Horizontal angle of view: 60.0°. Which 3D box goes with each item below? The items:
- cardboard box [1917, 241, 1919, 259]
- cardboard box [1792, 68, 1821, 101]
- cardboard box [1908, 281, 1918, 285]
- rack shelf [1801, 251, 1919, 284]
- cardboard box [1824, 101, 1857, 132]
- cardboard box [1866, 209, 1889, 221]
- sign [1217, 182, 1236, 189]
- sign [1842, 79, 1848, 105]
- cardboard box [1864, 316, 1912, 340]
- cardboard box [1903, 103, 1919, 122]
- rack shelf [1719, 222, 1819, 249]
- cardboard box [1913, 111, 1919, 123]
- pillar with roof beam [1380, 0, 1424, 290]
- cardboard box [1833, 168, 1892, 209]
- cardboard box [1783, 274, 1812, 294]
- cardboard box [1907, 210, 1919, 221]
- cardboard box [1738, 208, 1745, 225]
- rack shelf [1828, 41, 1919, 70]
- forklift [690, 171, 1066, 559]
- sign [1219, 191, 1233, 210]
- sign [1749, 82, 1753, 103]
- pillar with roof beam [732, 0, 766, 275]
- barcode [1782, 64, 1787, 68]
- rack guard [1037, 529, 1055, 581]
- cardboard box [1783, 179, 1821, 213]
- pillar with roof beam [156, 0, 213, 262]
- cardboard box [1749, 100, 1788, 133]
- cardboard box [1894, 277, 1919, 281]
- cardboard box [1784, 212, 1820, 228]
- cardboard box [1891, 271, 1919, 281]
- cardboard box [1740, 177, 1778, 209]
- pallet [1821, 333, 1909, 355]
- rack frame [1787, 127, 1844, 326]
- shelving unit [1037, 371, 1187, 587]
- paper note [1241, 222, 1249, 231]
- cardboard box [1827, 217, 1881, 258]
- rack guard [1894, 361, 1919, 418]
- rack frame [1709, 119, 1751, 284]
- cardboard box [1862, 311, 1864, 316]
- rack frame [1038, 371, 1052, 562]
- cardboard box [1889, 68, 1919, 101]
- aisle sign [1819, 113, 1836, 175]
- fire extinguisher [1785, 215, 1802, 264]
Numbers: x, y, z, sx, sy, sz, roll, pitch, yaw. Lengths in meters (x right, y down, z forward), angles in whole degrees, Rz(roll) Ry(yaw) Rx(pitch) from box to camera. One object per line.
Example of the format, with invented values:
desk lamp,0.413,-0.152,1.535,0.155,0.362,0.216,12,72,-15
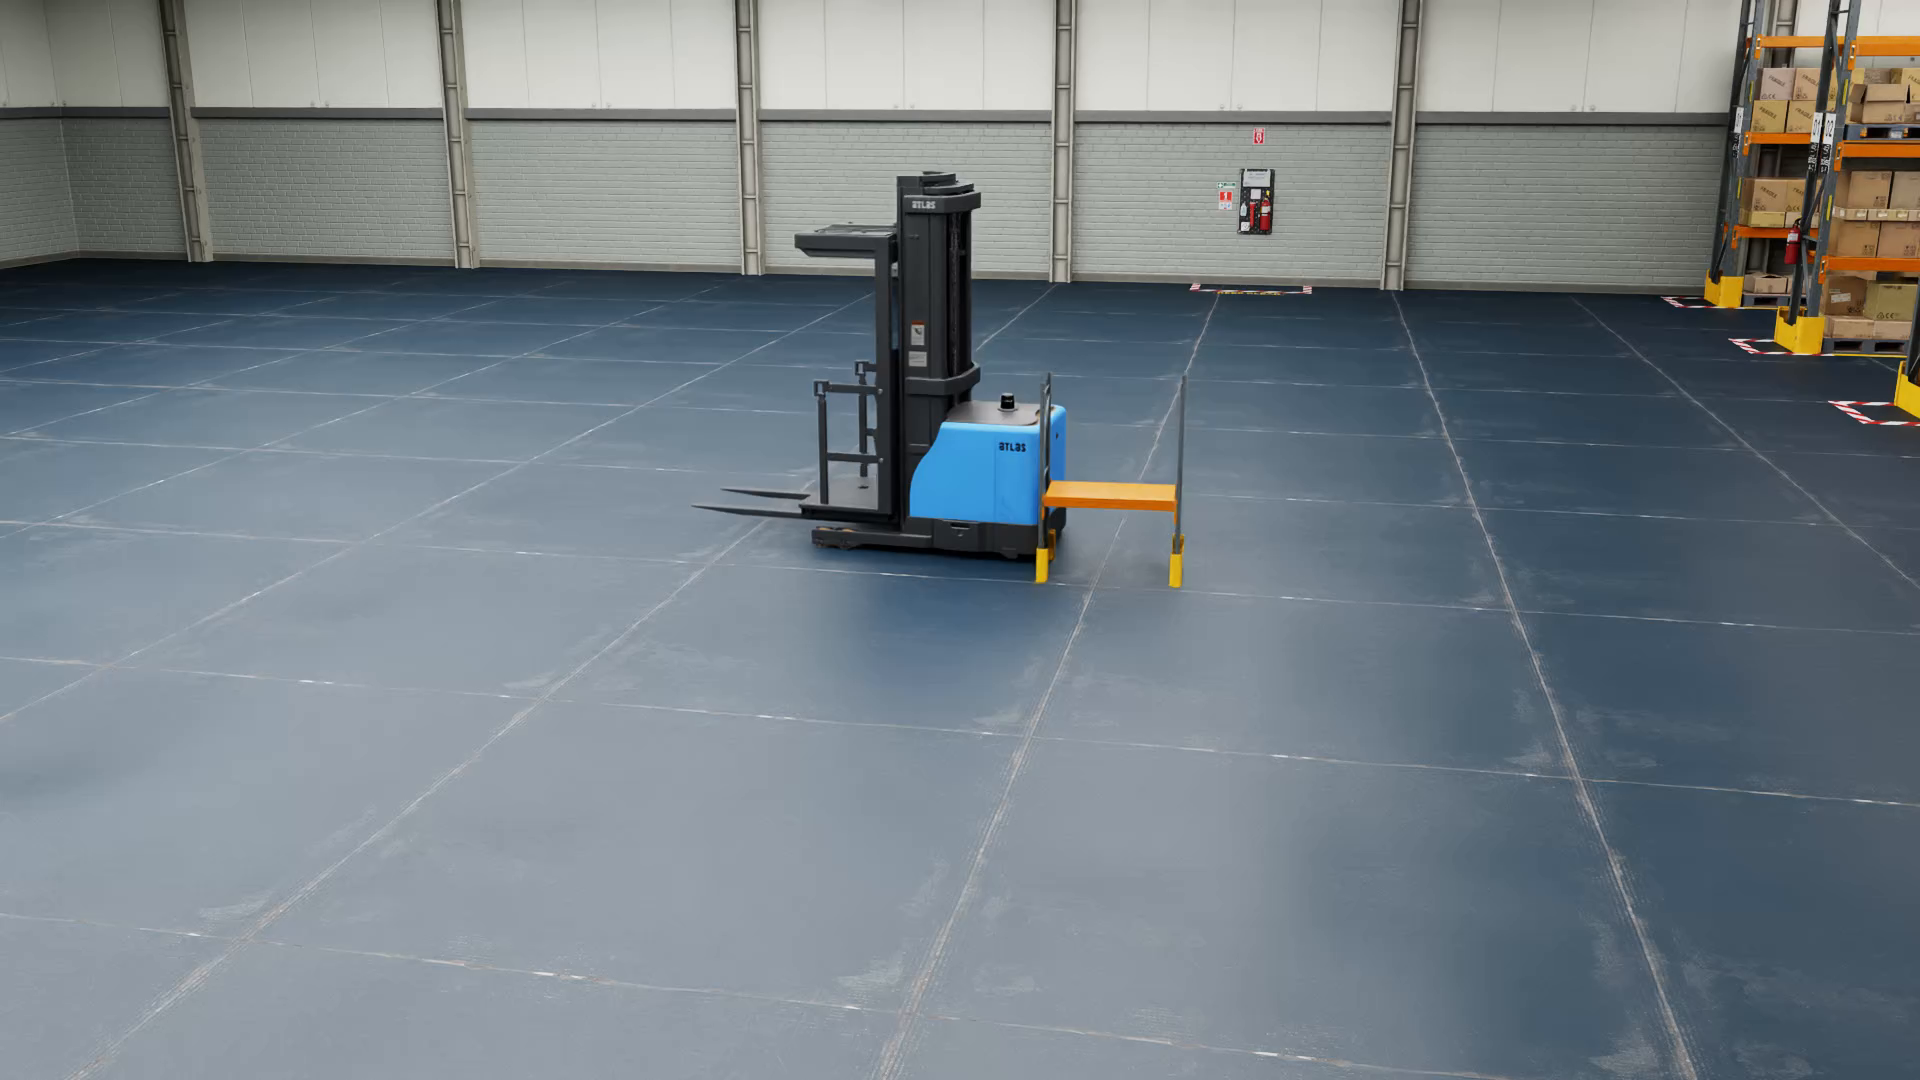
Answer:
cardboard box,13.258,-4.121,22.694,0.500,0.500,0.700,3,16,11
cardboard box,13.596,-7.313,26.687,0.500,0.500,0.500,3,16,10
cardboard box,13.266,-3.259,22.725,0.500,0.500,0.500,3,16,11
rack shelf,13.762,-3.703,22.718,4.000,0.370,1.077,3,16,11
cardboard box,14.092,-6.808,26.735,0.500,0.500,0.500,4,16,14
cardboard box,12.403,-4.426,22.579,0.250,0.149,0.380,3,16,10
sign,4.831,-6.428,30.149,0.331,0.109,0.001,3,16,11
sign,11.685,-5.916,21.955,0.005,0.325,0.100,3,16,11
cardboard box,12.774,-2.921,22.911,0.500,0.250,0.500,3,16,11
cardboard box,12.983,-5.807,22.578,0.500,0.250,0.500,3,16,11
rack shelf,14.745,-4.999,27.397,4.000,0.370,1.077,3,16,11
cardboard box,12.920,-5.642,22.172,0.250,0.149,0.380,3,16,11
pillar with roof beam,6.906,-7.725,24.653,0.400,9.000,9.100,3,16,11
cardboard box,12.309,-4.798,22.707,0.500,0.500,0.700,3,16,11
cardboard box,14.004,-4.278,27.657,0.500,0.311,0.500,4,16,16
cardboard box,12.894,-4.399,22.479,0.250,0.149,0.380,3,16,10
cardboard box,13.282,-5.415,27.795,0.500,0.250,0.500,3,16,12
rack shelf,13.762,-6.401,21.970,4.000,0.370,1.077,3,16,11
forklift,-0.698,-1.464,13.415,3.031,2.935,1.130,4,16,15
sign,4.829,-6.175,30.229,0.234,0.329,0.001,3,16,11
sign,12.677,-7.177,26.655,0.005,0.325,0.100,3,16,11
pillar with roof beam,-4.853,-8.364,26.957,0.400,9.000,9.100,3,16,11
barcode,13.581,-7.810,27.393,0.075,0.075,0.001,3,16,11
rack guard,0.660,0.112,12.747,0.087,0.250,0.587,2,16,9
cardboard box,13.676,-5.618,27.122,0.500,0.500,0.500,3,16,11
pillar with roof beam,-16.612,-9.002,29.262,0.400,9.000,9.100,3,16,11
cardboard box,13.063,-6.872,26.968,0.500,0.500,0.500,4,16,13
cardboard box,13.370,-3.395,23.216,0.500,0.500,0.500,3,16,11
cardboard box,13.712,-5.257,27.222,0.500,0.250,0.500,3,16,9
cardboard box,15.680,-4.291,27.353,0.500,0.500,0.500,2,16,7
cardboard box,13.290,-5.781,27.712,0.500,0.500,0.500,3,16,10
pallet,12.560,-2.783,23.271,1.213,0.211,1.003,3,16,11
rack frame,11.802,-4.156,23.006,0.127,3.000,1.000,3,16,11
shelving unit,1.152,-0.470,12.506,1.083,1.500,0.587,2,16,9
paper note,5.190,-5.705,30.247,0.142,0.148,0.016,3,16,11
cardboard box,12.257,-4.176,22.891,0.500,0.500,0.700,3,16,11
rack guard,10.895,-1.664,18.692,0.348,0.500,1.175,3,16,11
rack frame,12.785,-5.452,27.685,0.127,3.000,1.000,3,16,11
cardboard box,12.879,-3.059,23.408,0.500,0.250,0.500,3,16,11
rack frame,0.641,-0.491,12.584,0.032,1.500,0.500,2,16,9
cardboard box,15.107,-7.232,26.392,0.500,0.500,0.500,3,16,9
aisle sign,11.676,-5.332,22.382,0.004,0.787,0.394,3,16,11
fire extinguisher,11.779,-4.247,23.477,0.183,0.674,0.296,3,16,11
